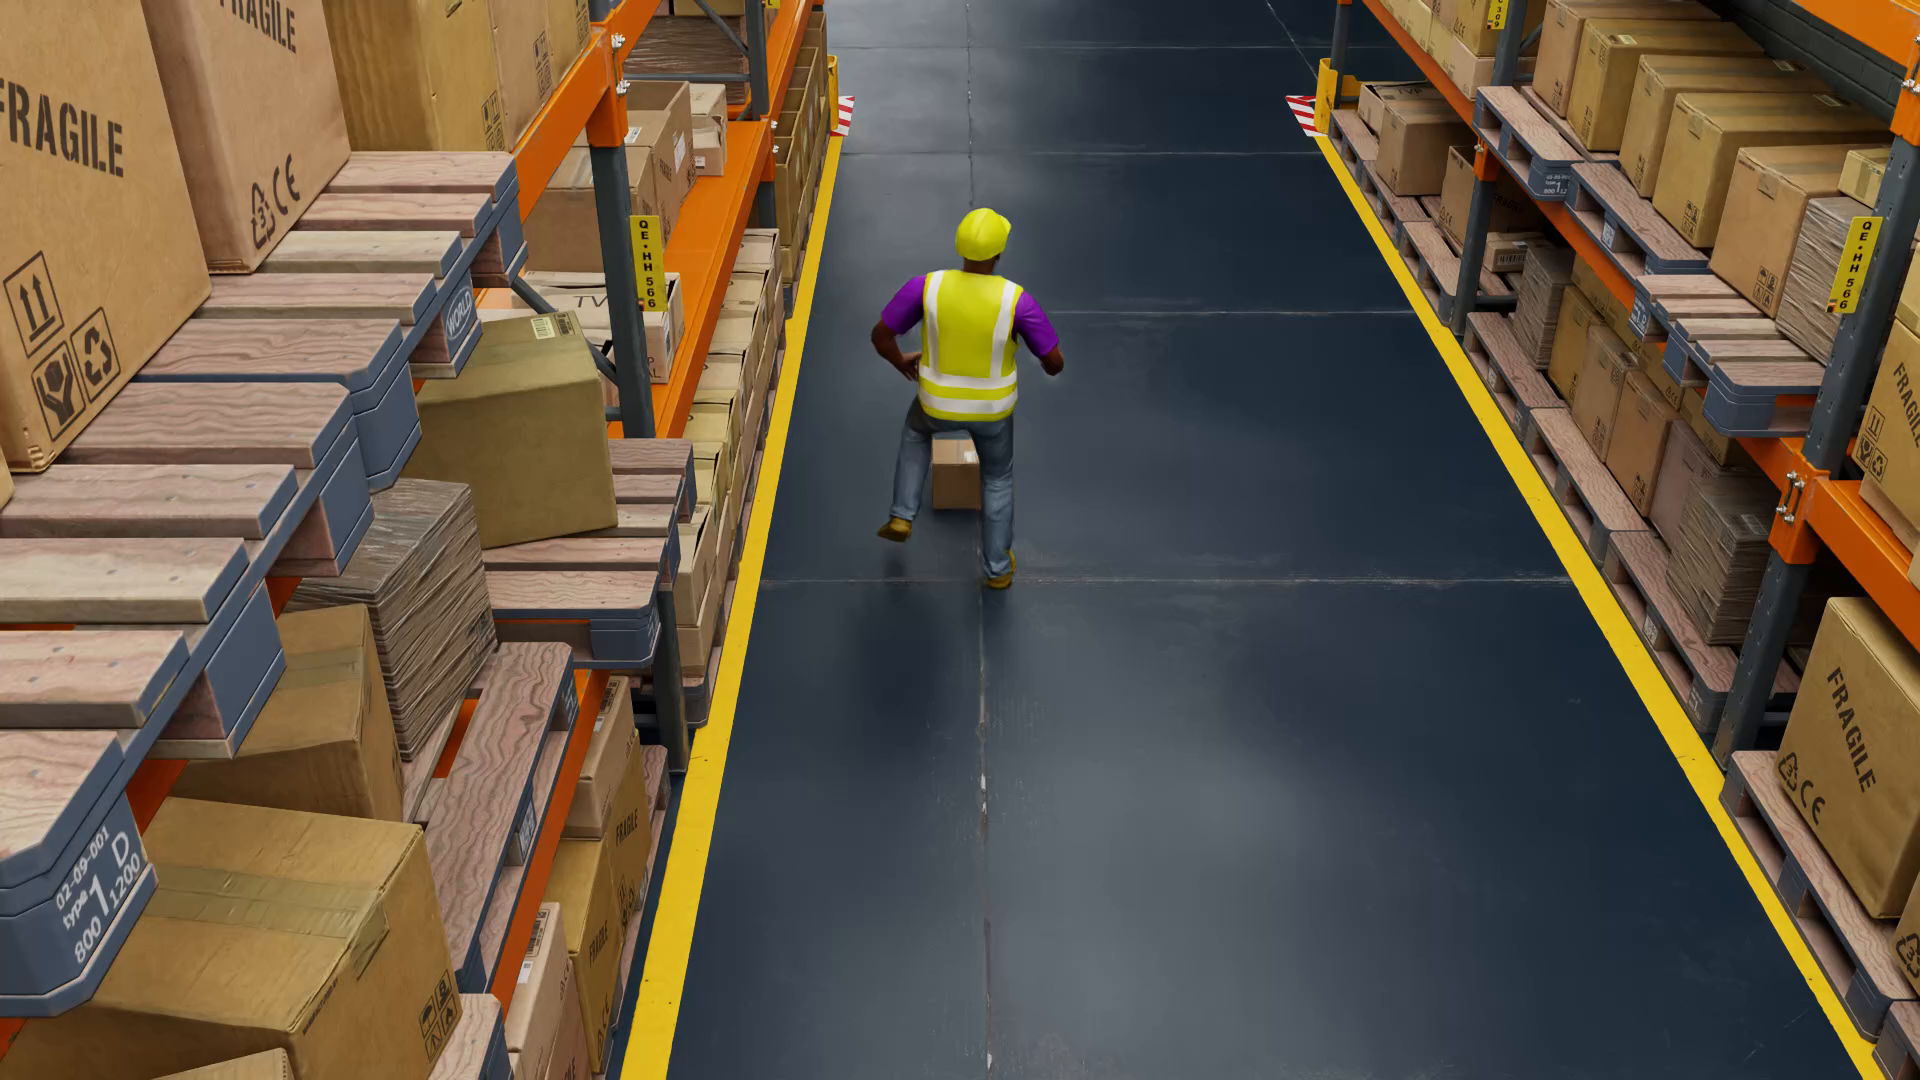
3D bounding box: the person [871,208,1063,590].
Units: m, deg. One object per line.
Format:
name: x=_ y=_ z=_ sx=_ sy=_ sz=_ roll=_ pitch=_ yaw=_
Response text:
person: x=0.027 y=-0.645 z=7.200 sx=0.823 sy=1.725 sz=0.548 roll=1 pitch=31 yaw=2
